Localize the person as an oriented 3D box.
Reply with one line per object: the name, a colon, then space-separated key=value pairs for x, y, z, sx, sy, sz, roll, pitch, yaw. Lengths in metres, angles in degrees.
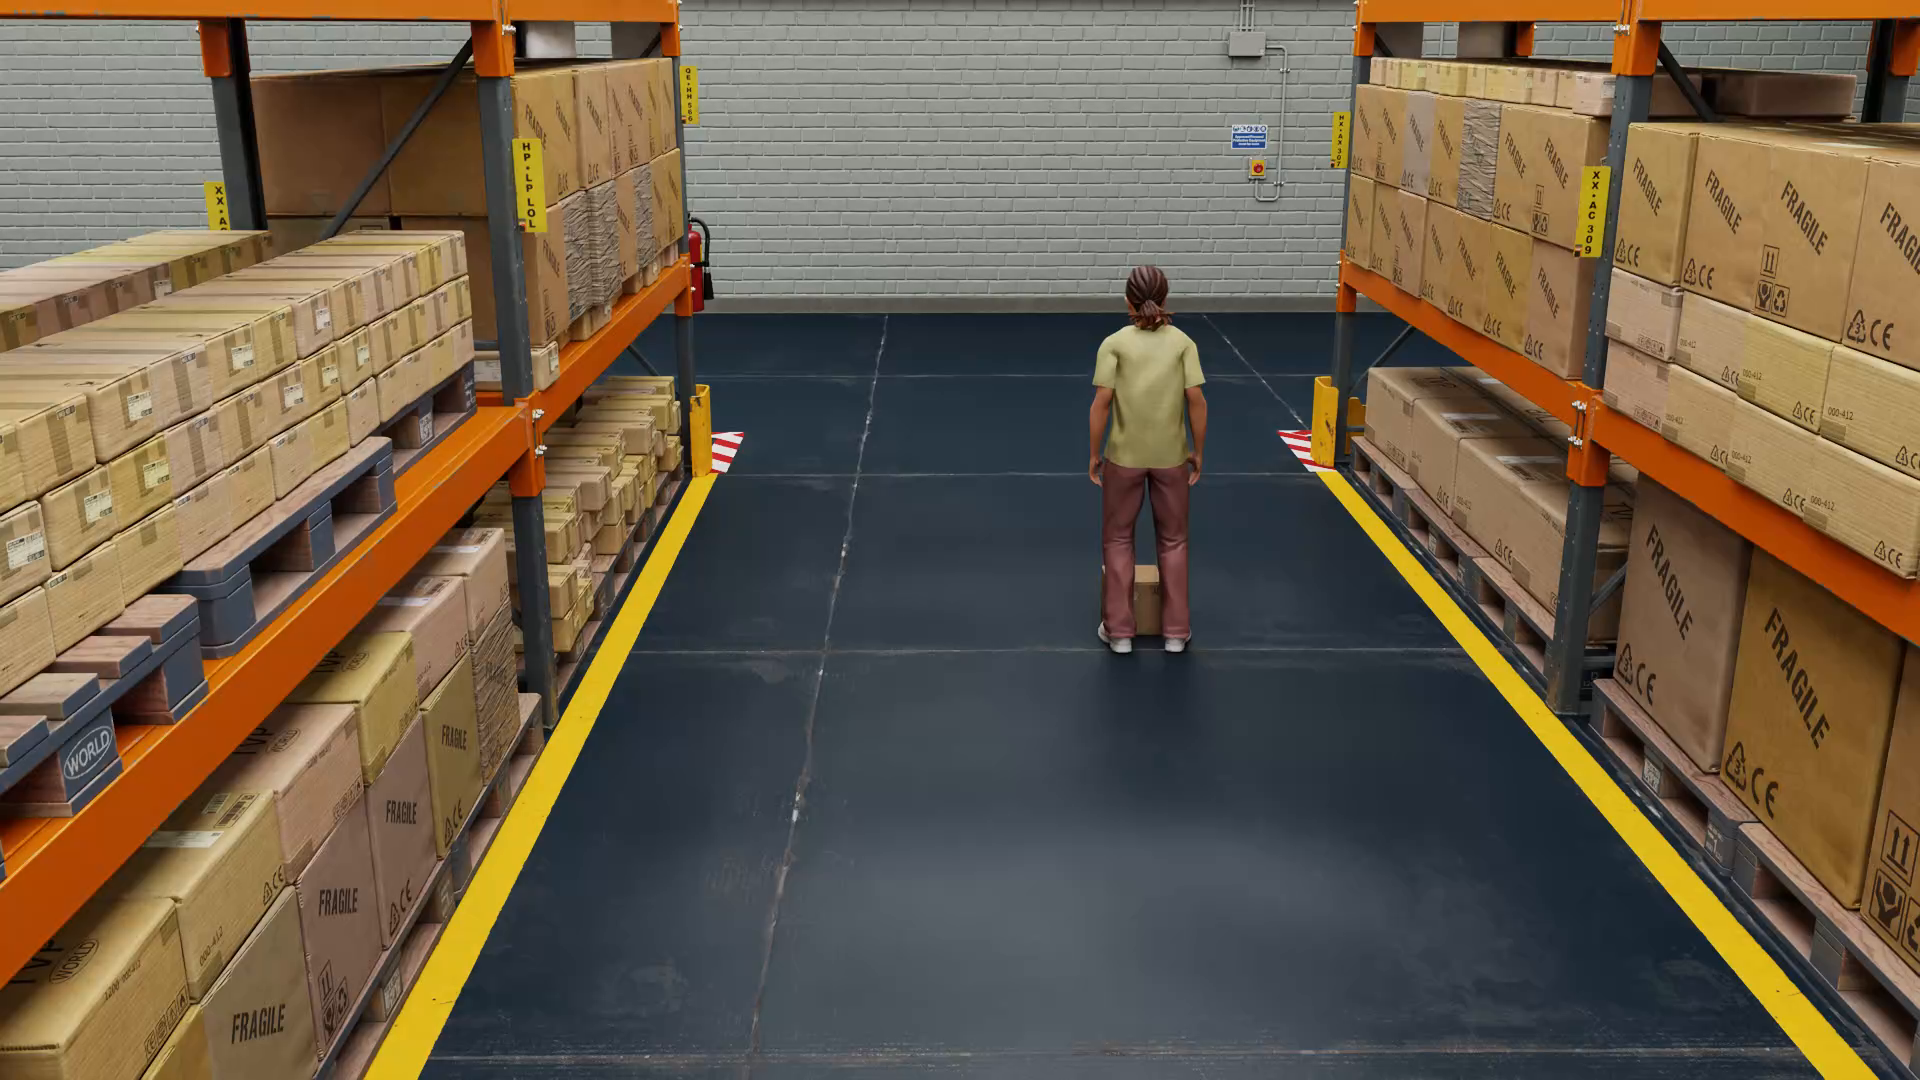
person: x=0.794 y=-0.335 z=7.129 sx=0.499 sy=1.673 sz=0.354 roll=0 pitch=17 yaw=-1
